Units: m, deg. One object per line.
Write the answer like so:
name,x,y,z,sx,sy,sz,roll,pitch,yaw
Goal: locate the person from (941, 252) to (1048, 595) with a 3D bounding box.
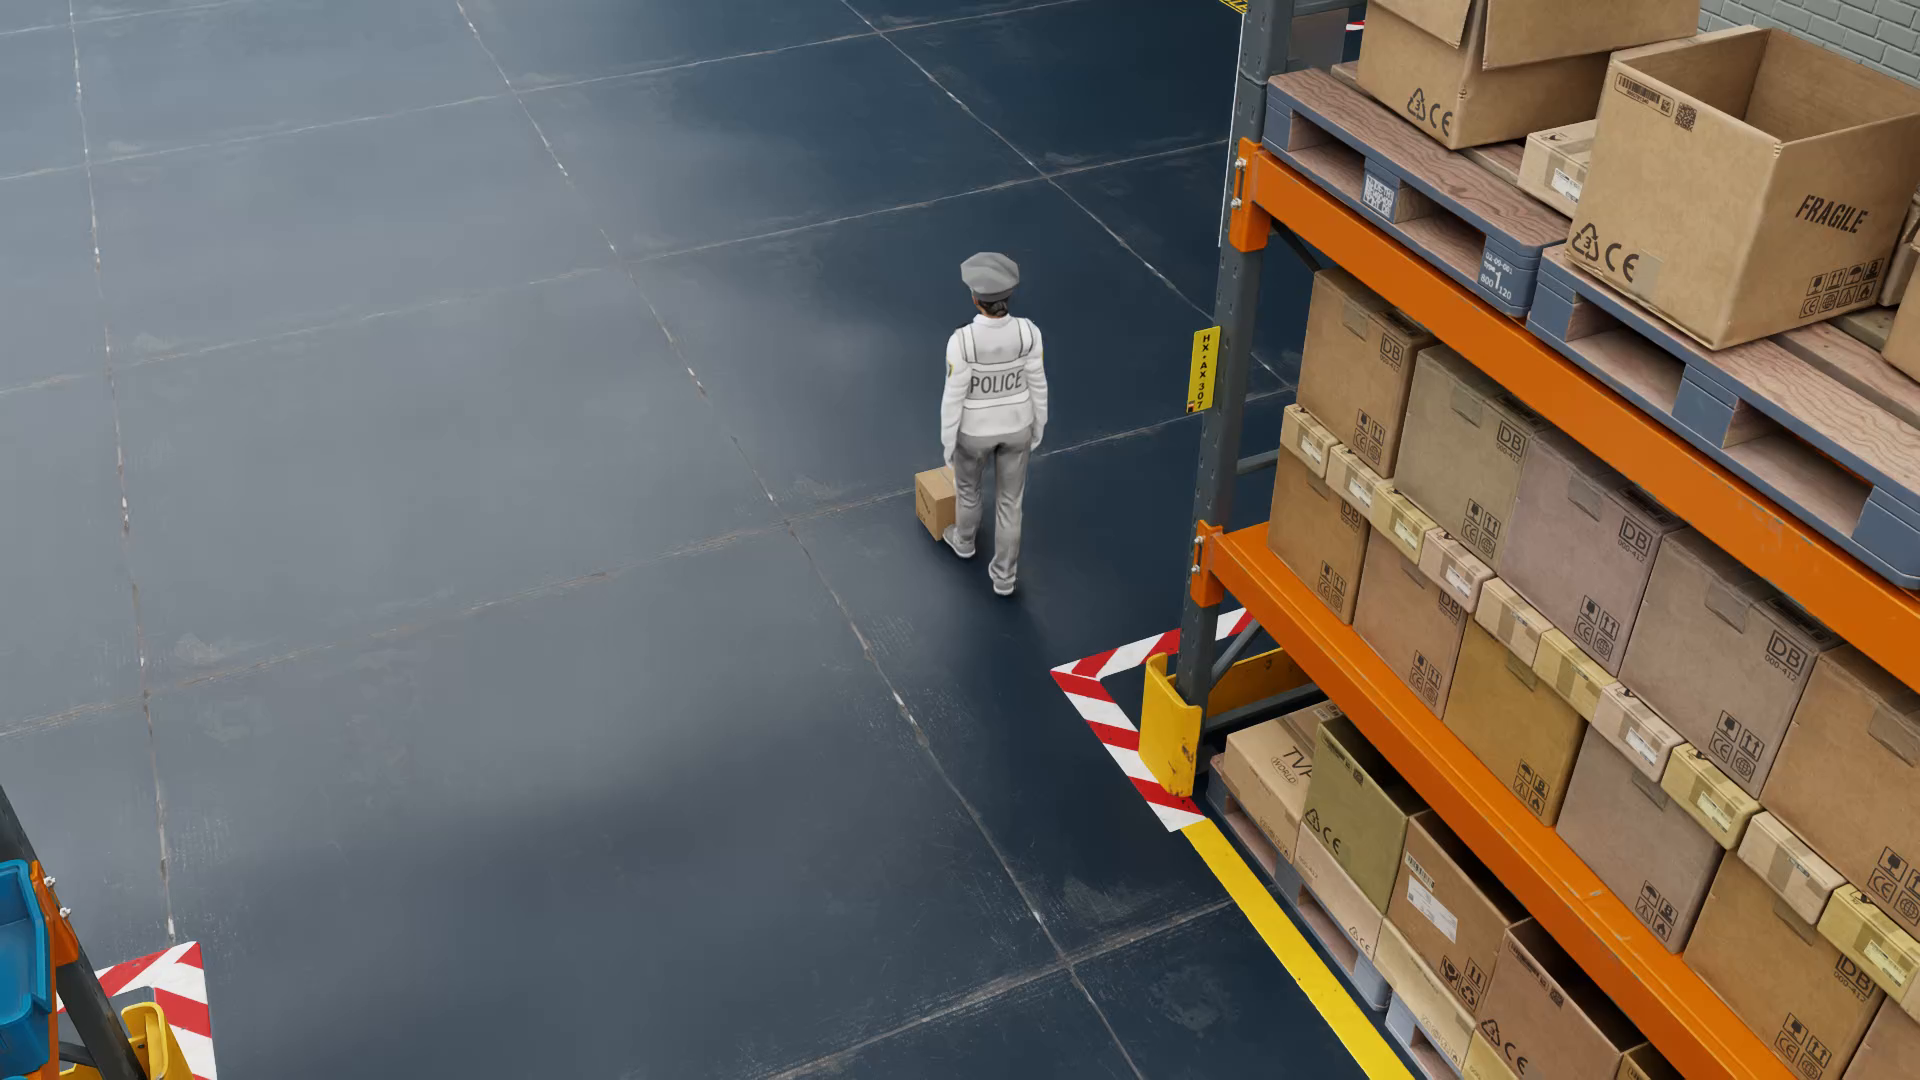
person,0.135,-0.558,7.552,0.503,1.668,0.611,-6,38,-8
